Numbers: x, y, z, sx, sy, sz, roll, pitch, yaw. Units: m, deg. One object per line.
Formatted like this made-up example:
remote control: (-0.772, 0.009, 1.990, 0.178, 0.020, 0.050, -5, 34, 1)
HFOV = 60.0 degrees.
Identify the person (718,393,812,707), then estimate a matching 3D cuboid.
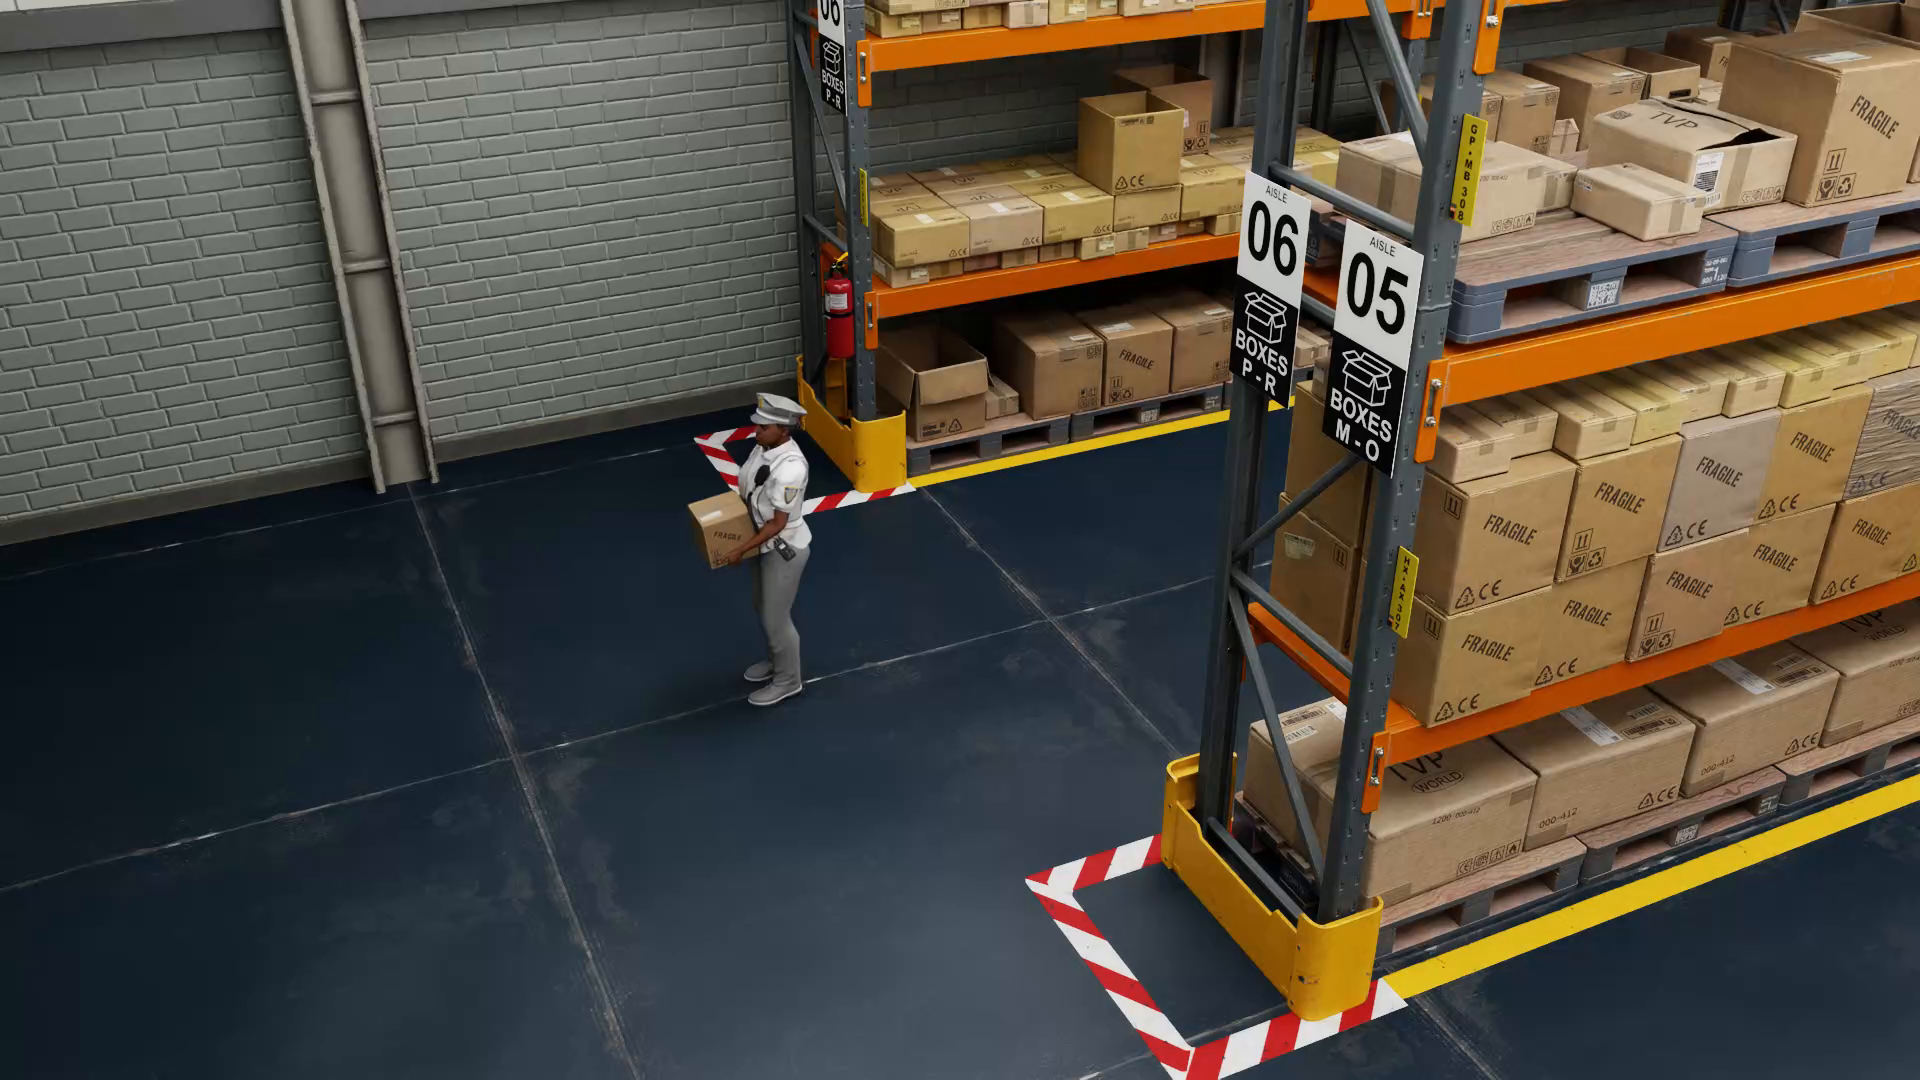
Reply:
person: (-1.000, 0.043, 8.347, 0.518, 1.690, 0.451, -13, 32, -21)
